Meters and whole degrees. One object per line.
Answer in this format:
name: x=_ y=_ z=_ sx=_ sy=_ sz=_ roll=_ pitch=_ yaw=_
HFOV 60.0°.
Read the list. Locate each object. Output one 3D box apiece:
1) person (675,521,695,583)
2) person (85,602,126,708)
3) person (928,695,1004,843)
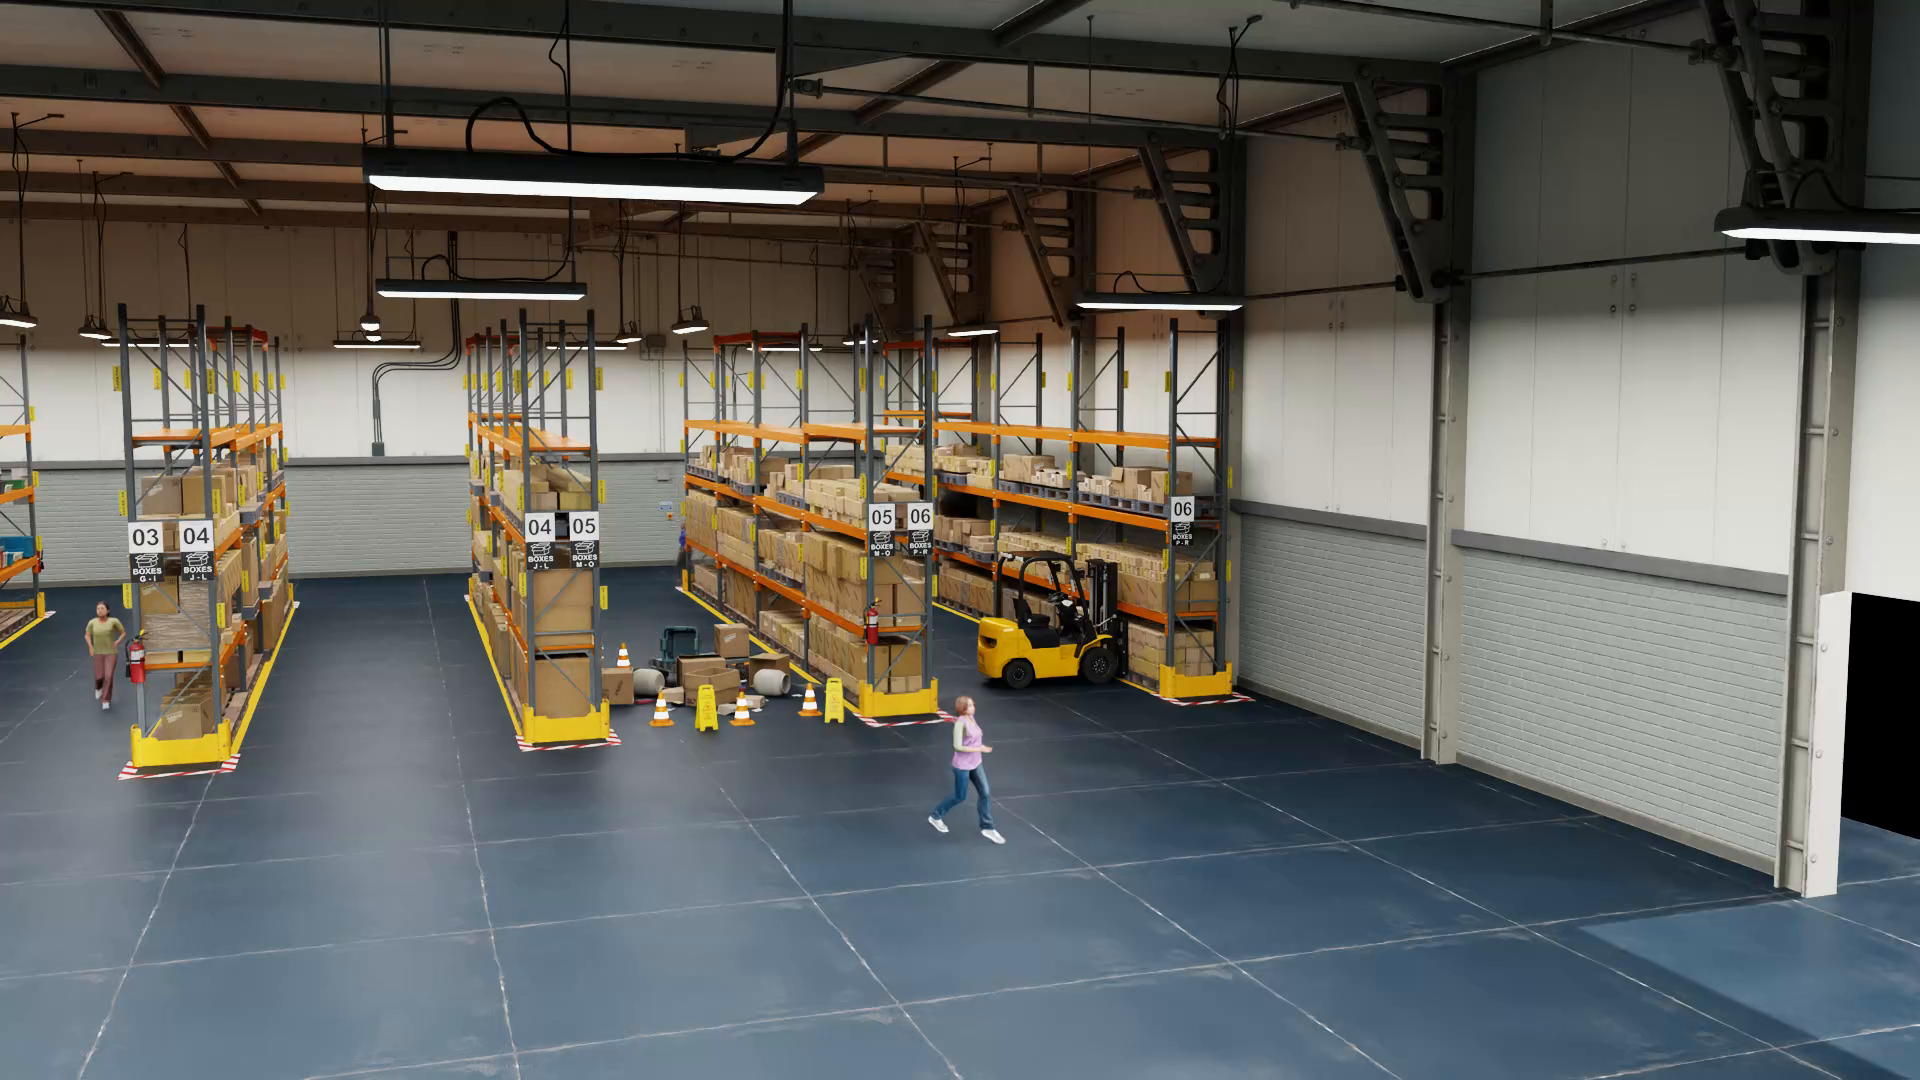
person: x=-6.805 y=0.299 z=41.273 sx=0.638 sy=1.583 sz=0.621 roll=0 pitch=5 yaw=-1
person: x=-13.194 y=1.763 z=25.703 sx=0.574 sy=1.639 sz=0.585 roll=-2 pitch=6 yaw=-21
person: x=0.065 y=2.486 z=18.160 sx=0.868 sy=1.610 sz=0.548 roll=3 pitch=6 yaw=27
